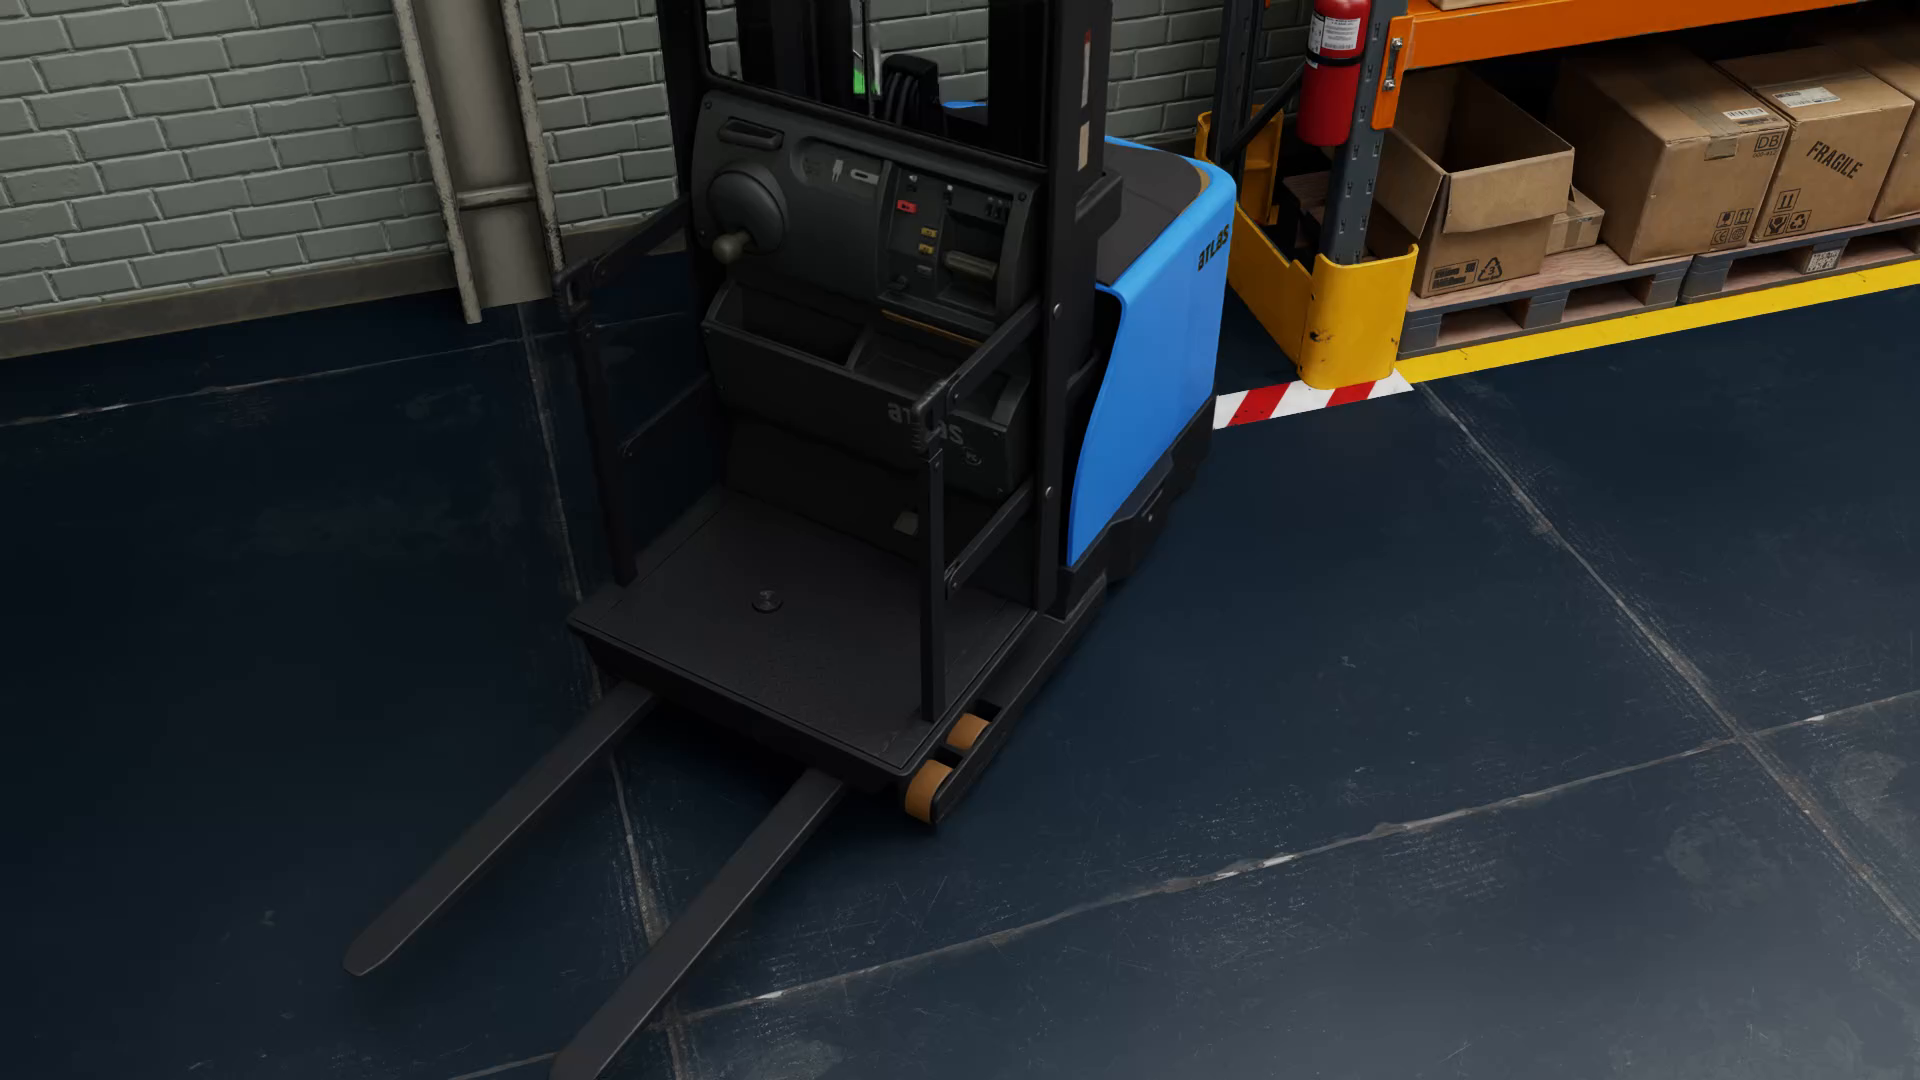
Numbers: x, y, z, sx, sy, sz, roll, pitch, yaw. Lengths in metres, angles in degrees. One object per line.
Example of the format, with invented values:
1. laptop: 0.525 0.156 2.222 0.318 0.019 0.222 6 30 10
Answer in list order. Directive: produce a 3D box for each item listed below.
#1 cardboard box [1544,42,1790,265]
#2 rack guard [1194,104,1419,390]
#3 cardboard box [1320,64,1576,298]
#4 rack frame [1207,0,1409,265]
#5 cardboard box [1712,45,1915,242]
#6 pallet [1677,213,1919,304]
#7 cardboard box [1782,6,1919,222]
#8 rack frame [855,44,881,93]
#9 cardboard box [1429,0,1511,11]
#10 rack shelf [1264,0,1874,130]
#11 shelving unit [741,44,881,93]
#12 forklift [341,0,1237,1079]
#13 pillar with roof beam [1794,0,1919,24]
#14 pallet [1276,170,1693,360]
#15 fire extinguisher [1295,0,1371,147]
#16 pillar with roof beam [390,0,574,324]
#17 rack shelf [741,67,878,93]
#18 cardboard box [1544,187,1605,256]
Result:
1. cardboard box: 2.593 -1.455 6.217 0.500 0.500 0.700 -10 42 -11
2. rack guard: 1.227 -1.106 6.136 0.348 0.500 1.175 -12 42 -13
3. cardboard box: 1.766 -1.312 6.050 0.637 0.503 0.797 -13 43 -15
4. rack frame: 1.155 -2.033 5.297 0.127 3.000 1.000 -12 42 -13
5. cardboard box: 3.128 -1.497 6.264 0.500 0.500 0.500 -11 42 -12
6. pallet: 3.149 -1.394 6.686 1.213 0.211 1.003 -12 42 -13
7. cardboard box: 3.584 -1.661 6.452 0.500 0.500 0.700 -13 43 -15
8. rack frame: -0.309 -1.146 5.646 0.015 1.200 0.240 -19 43 -20
9. cardboard box: 1.550 -1.831 5.257 0.250 0.149 0.380 -12 43 -13
10. rack shelf: 3.062 -2.157 5.986 4.000 0.370 1.077 -12 42 -13
11. shelving unit: -0.526 -1.073 5.562 0.503 1.200 0.258 -19 43 -20
12. forklift: -0.358 -0.707 3.831 1.130 2.935 3.031 21 45 23
13. pillar with roof beam: 5.328 -2.809 1.625 0.400 9.000 9.100 -12 42 -13
14. pallet: 1.987 -1.156 6.413 1.213 0.211 1.003 -12 42 -13
15. fire extinguisher: 1.153 -1.544 5.080 0.183 0.674 0.296 -12 42 -13
16. pillar with roof beam: -0.395 -1.623 0.268 0.400 9.000 9.100 -12 42 -13
17. rack shelf: -0.530 -1.390 5.293 0.480 0.148 0.258 -19 43 -20
18. cardboard box: 2.183 -1.238 6.235 0.250 0.149 0.380 -13 43 -15
